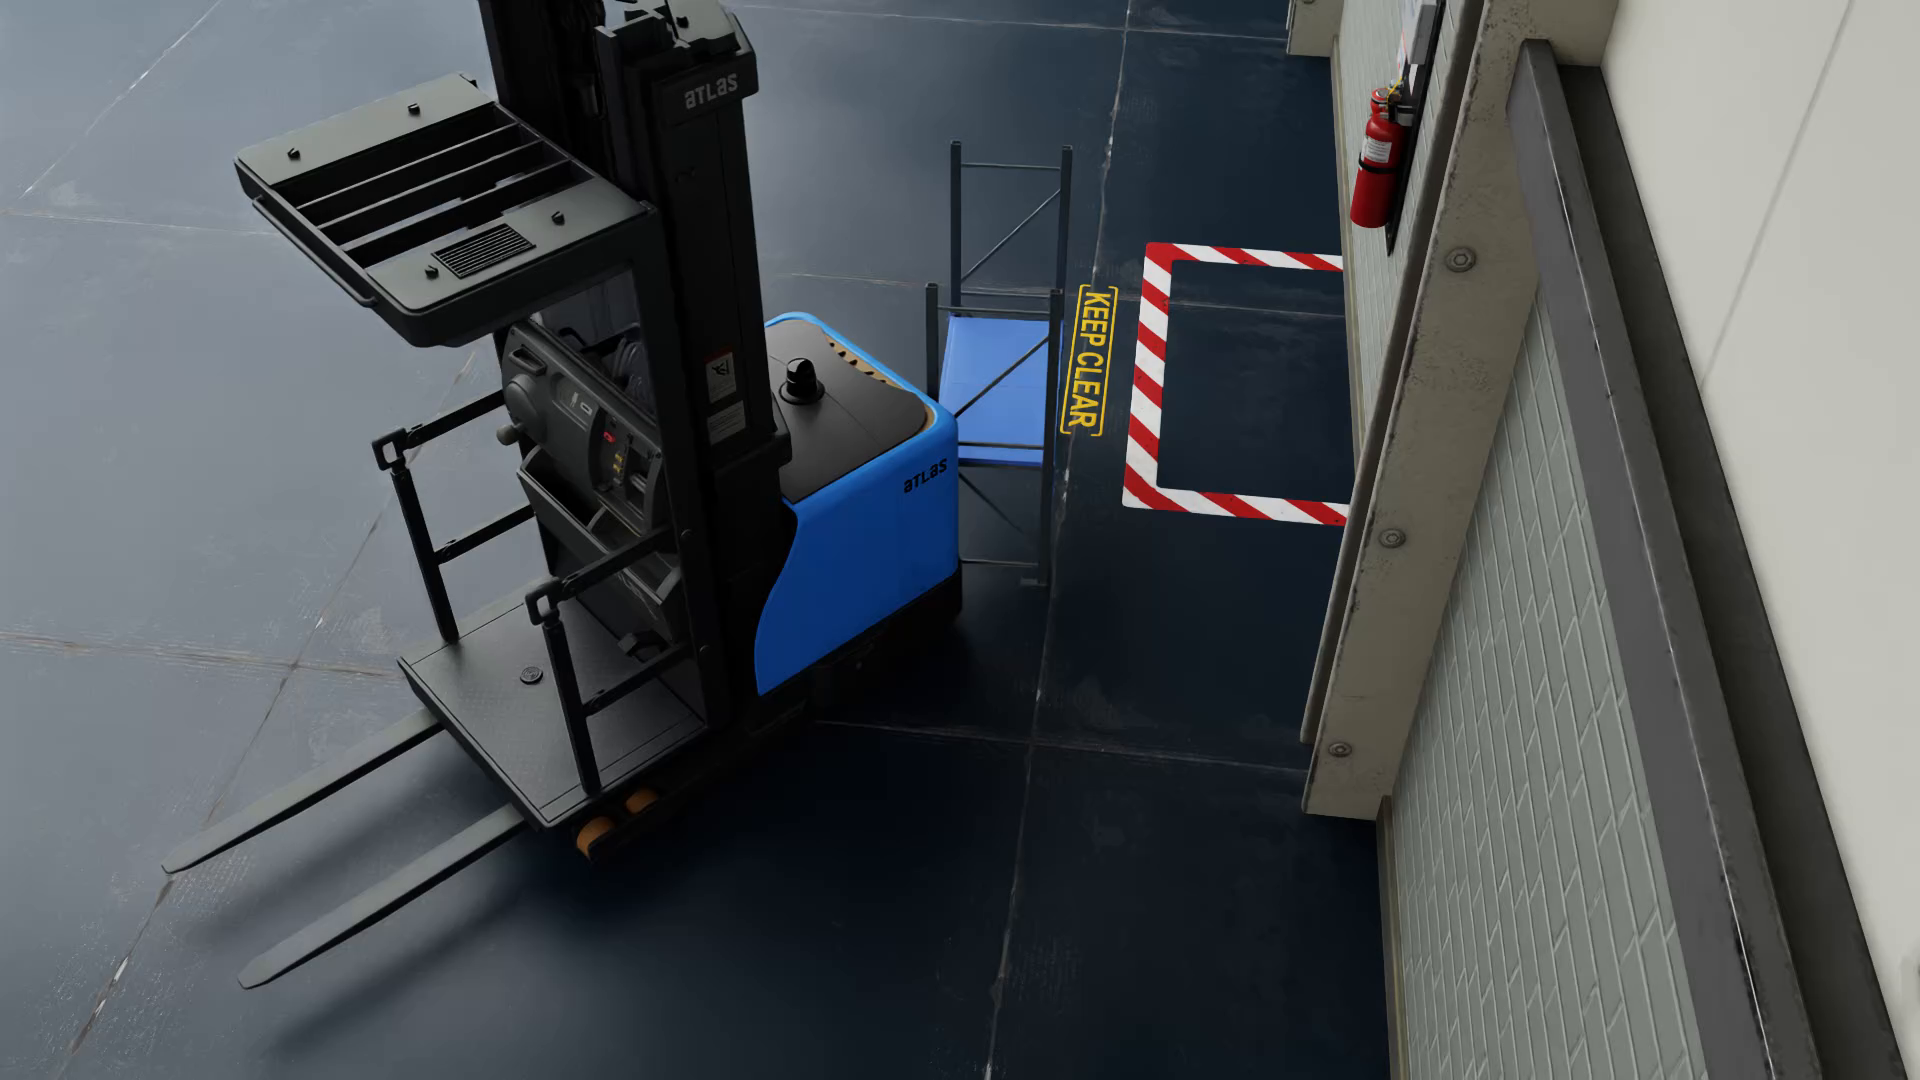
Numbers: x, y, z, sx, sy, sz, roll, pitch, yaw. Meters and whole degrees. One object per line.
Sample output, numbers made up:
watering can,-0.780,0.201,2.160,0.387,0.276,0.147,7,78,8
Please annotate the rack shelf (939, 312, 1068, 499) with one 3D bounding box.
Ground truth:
rack shelf,0.166,-0.591,7.067,0.538,0.185,1.000,3,44,4

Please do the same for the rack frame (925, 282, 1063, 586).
rack frame,0.123,-0.373,6.575,0.500,1.500,0.032,3,44,4

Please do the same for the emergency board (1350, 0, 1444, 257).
emergency board,1.818,-1.875,7.071,0.194,1.169,0.643,5,44,6

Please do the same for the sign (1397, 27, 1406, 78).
sign,1.994,-2.256,7.447,0.001,0.329,0.234,5,44,6

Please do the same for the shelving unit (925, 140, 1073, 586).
shelving unit,0.166,-0.722,6.943,0.538,1.500,1.048,3,44,4

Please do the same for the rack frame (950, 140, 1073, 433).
rack frame,0.210,-1.070,7.311,0.500,1.500,0.032,3,44,4

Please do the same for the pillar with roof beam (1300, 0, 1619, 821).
pillar with roof beam,-2.813,-2.764,3.647,9.100,9.000,0.400,5,44,6

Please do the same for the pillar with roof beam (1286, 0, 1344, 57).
pillar with roof beam,-2.020,-6.853,7.965,9.100,9.000,0.400,5,44,6

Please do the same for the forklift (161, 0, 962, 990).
forklift,-1.424,-0.307,5.465,3.031,2.935,1.130,-32,52,-29
